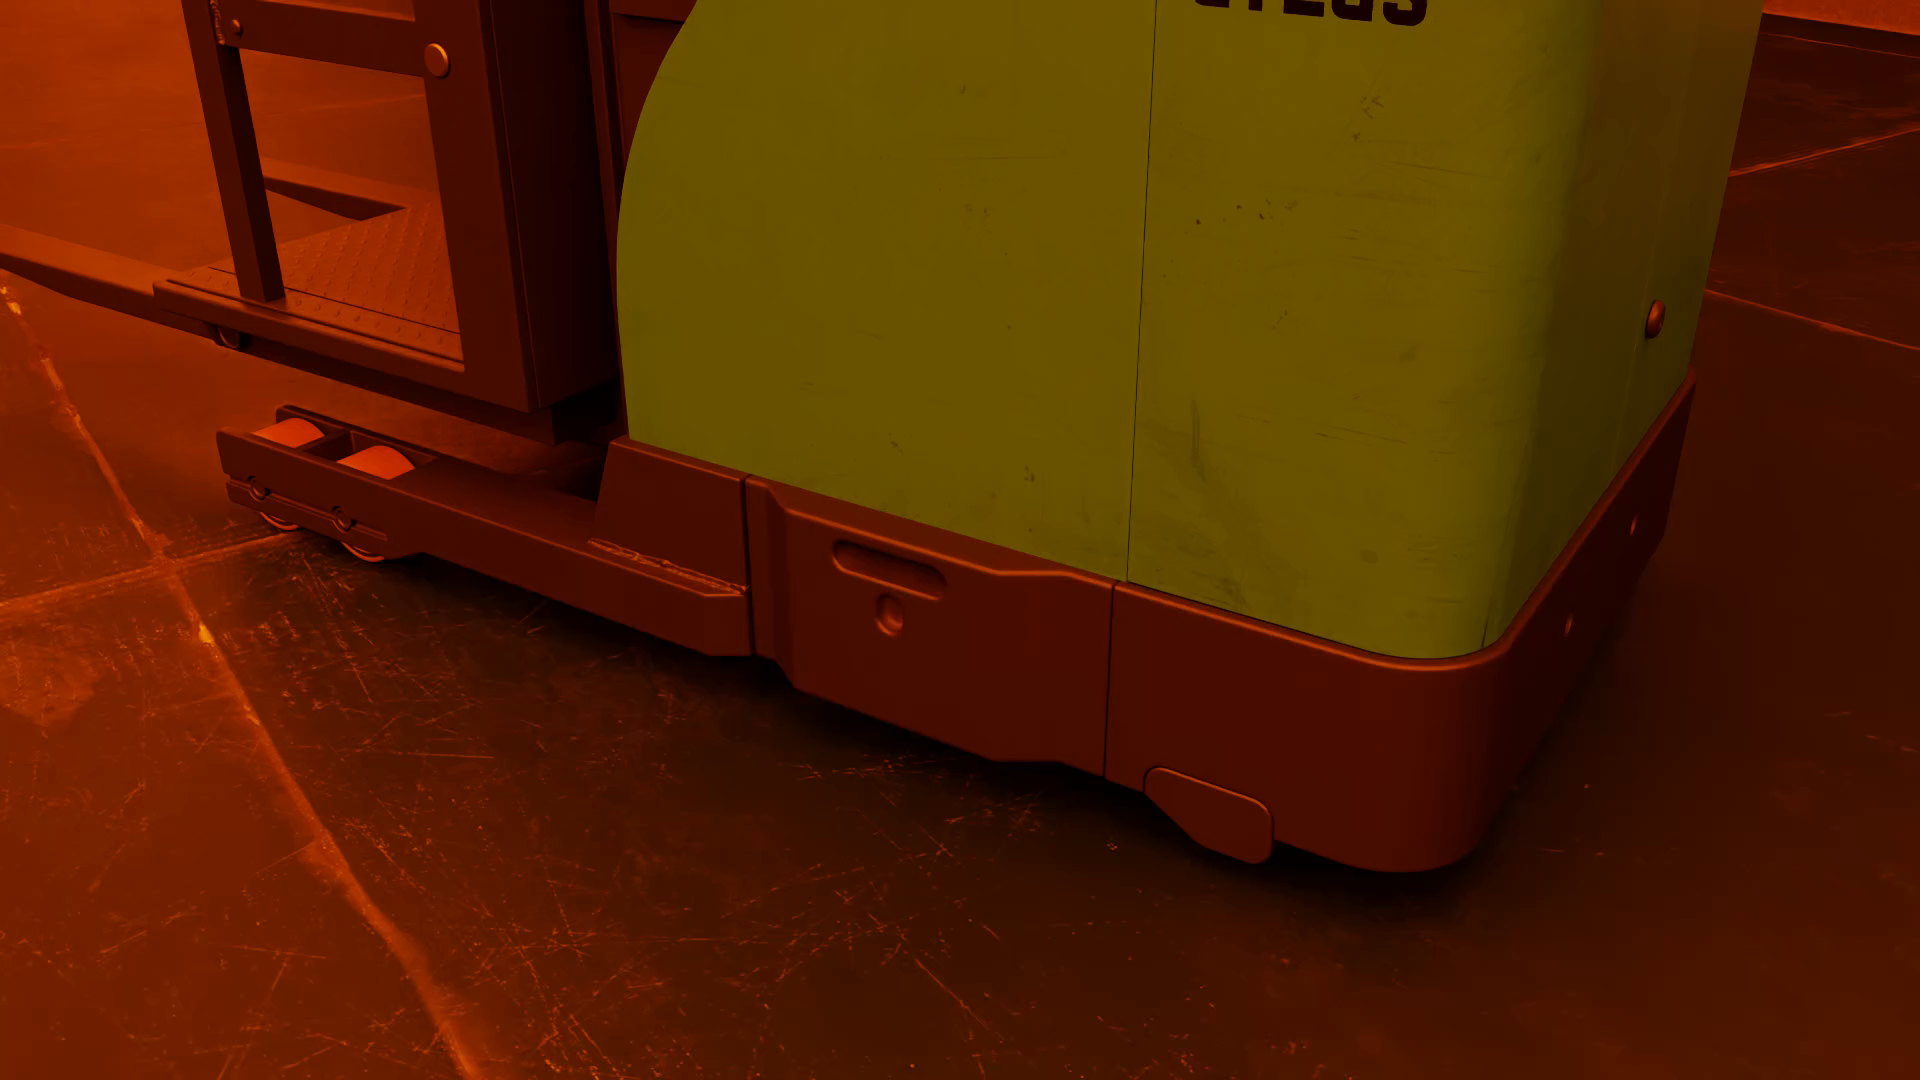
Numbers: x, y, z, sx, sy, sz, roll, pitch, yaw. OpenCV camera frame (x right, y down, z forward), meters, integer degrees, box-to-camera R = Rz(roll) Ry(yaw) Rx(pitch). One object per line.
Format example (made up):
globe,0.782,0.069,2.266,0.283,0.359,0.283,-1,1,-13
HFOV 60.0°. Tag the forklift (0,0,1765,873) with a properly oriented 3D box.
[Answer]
forklift,-0.511,-1.459,2.139,3.031,2.935,1.130,16,31,29
